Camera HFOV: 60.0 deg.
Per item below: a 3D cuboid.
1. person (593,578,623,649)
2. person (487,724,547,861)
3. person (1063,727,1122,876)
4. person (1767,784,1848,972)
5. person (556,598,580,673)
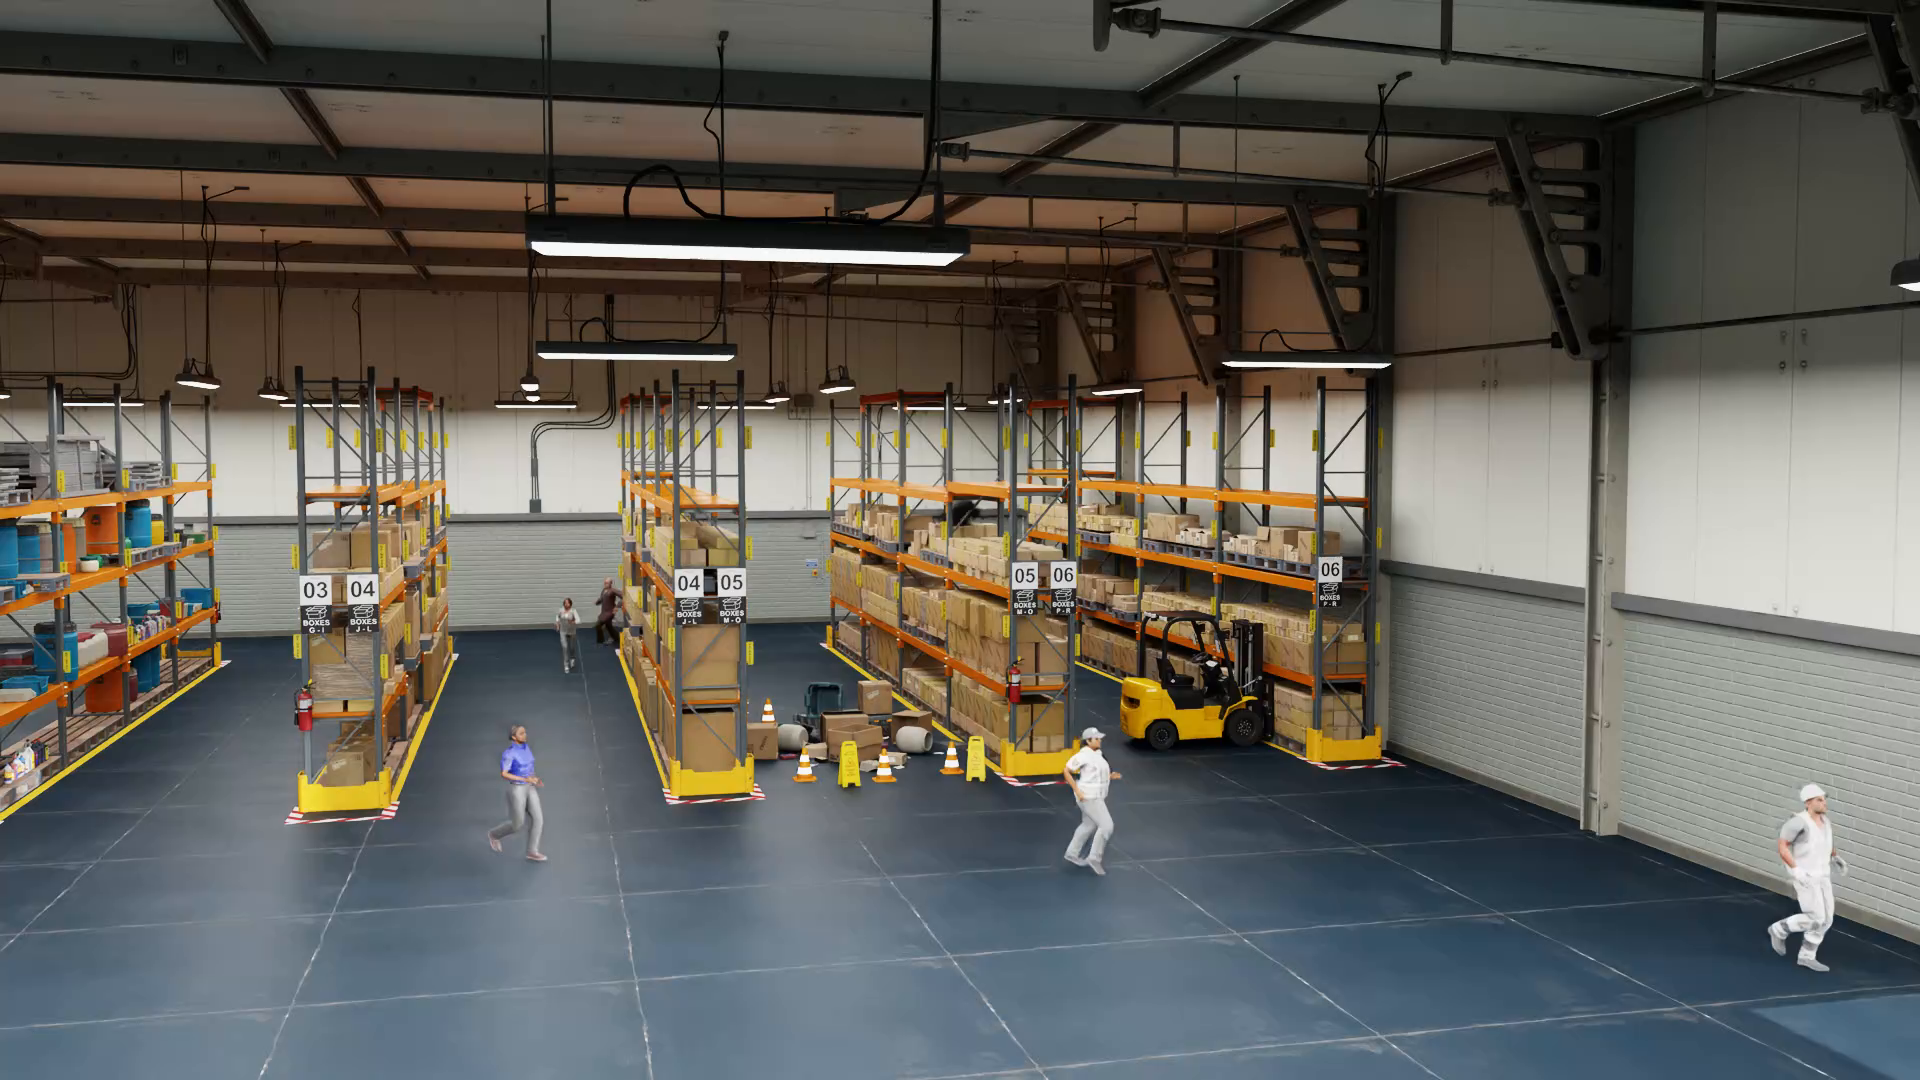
[{"bbox_3d":[-8.436,1.776,40.090,0.798,1.760,0.836,-2,4,-35],"label":"person"},{"bbox_3d":[-5.269,3.005,19.873,0.769,1.617,0.587,1,4,23],"label":"person"},{"bbox_3d":[1.535,3.030,19.294,0.706,1.715,0.574,1,4,21],"label":"person"},{"bbox_3d":[8.058,3.186,15.825,0.678,1.756,0.593,-2,4,-30],"label":"person"},{"bbox_3d":[-8.480,2.033,35.995,0.534,1.587,0.885,-1,3,-9],"label":"person"}]
